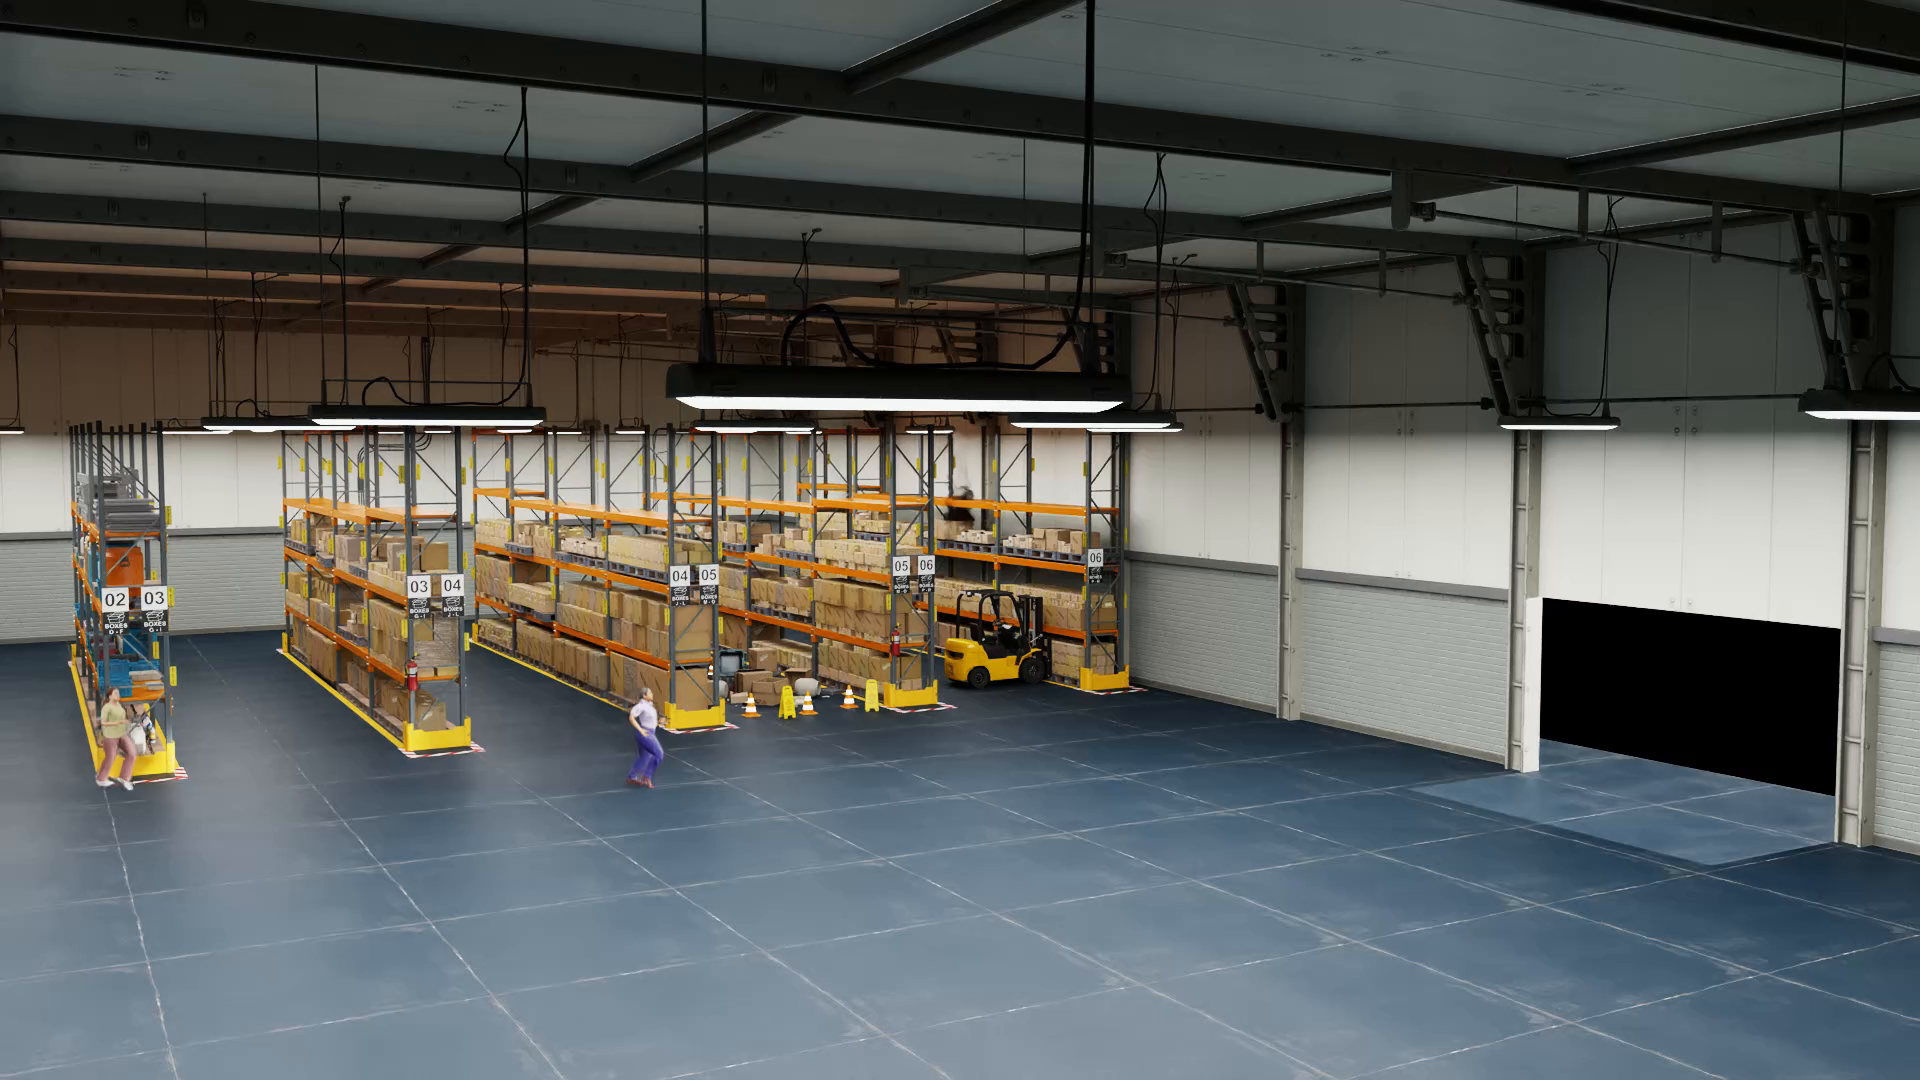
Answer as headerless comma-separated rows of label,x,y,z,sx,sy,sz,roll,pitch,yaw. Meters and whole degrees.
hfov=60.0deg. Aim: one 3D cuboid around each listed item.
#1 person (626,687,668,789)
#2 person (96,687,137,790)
person,-5.118,3.236,27.184,0.693,1.668,0.579,0,4,-5
person,-13.729,3.229,26.990,0.714,1.708,0.557,1,4,15
